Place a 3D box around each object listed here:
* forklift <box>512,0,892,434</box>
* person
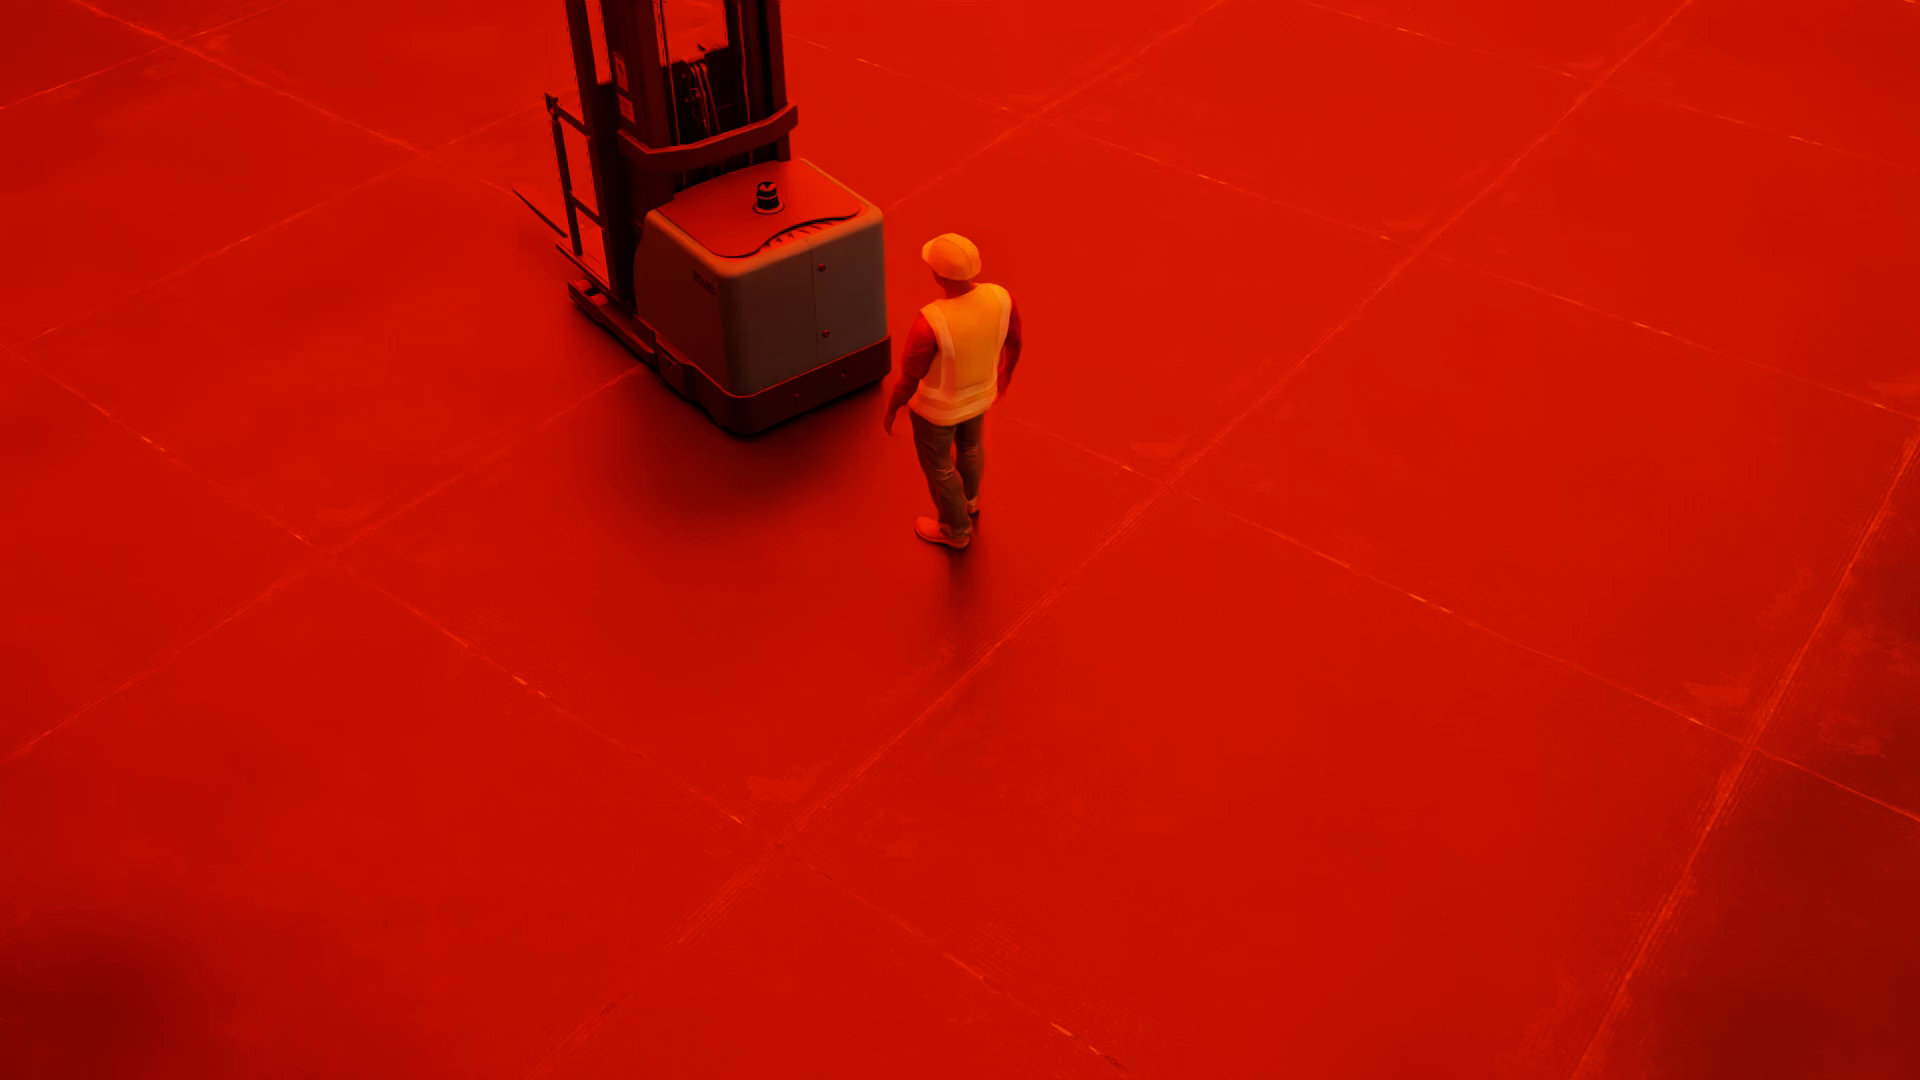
[{"bbox_3d":[-1.684,-2.582,9.102,1.130,2.935,3.031,-27,47,-28],"label":"forklift"},{"bbox_3d":[-0.085,-0.726,7.845,0.689,1.748,0.614,-24,46,-26],"label":"person"}]
